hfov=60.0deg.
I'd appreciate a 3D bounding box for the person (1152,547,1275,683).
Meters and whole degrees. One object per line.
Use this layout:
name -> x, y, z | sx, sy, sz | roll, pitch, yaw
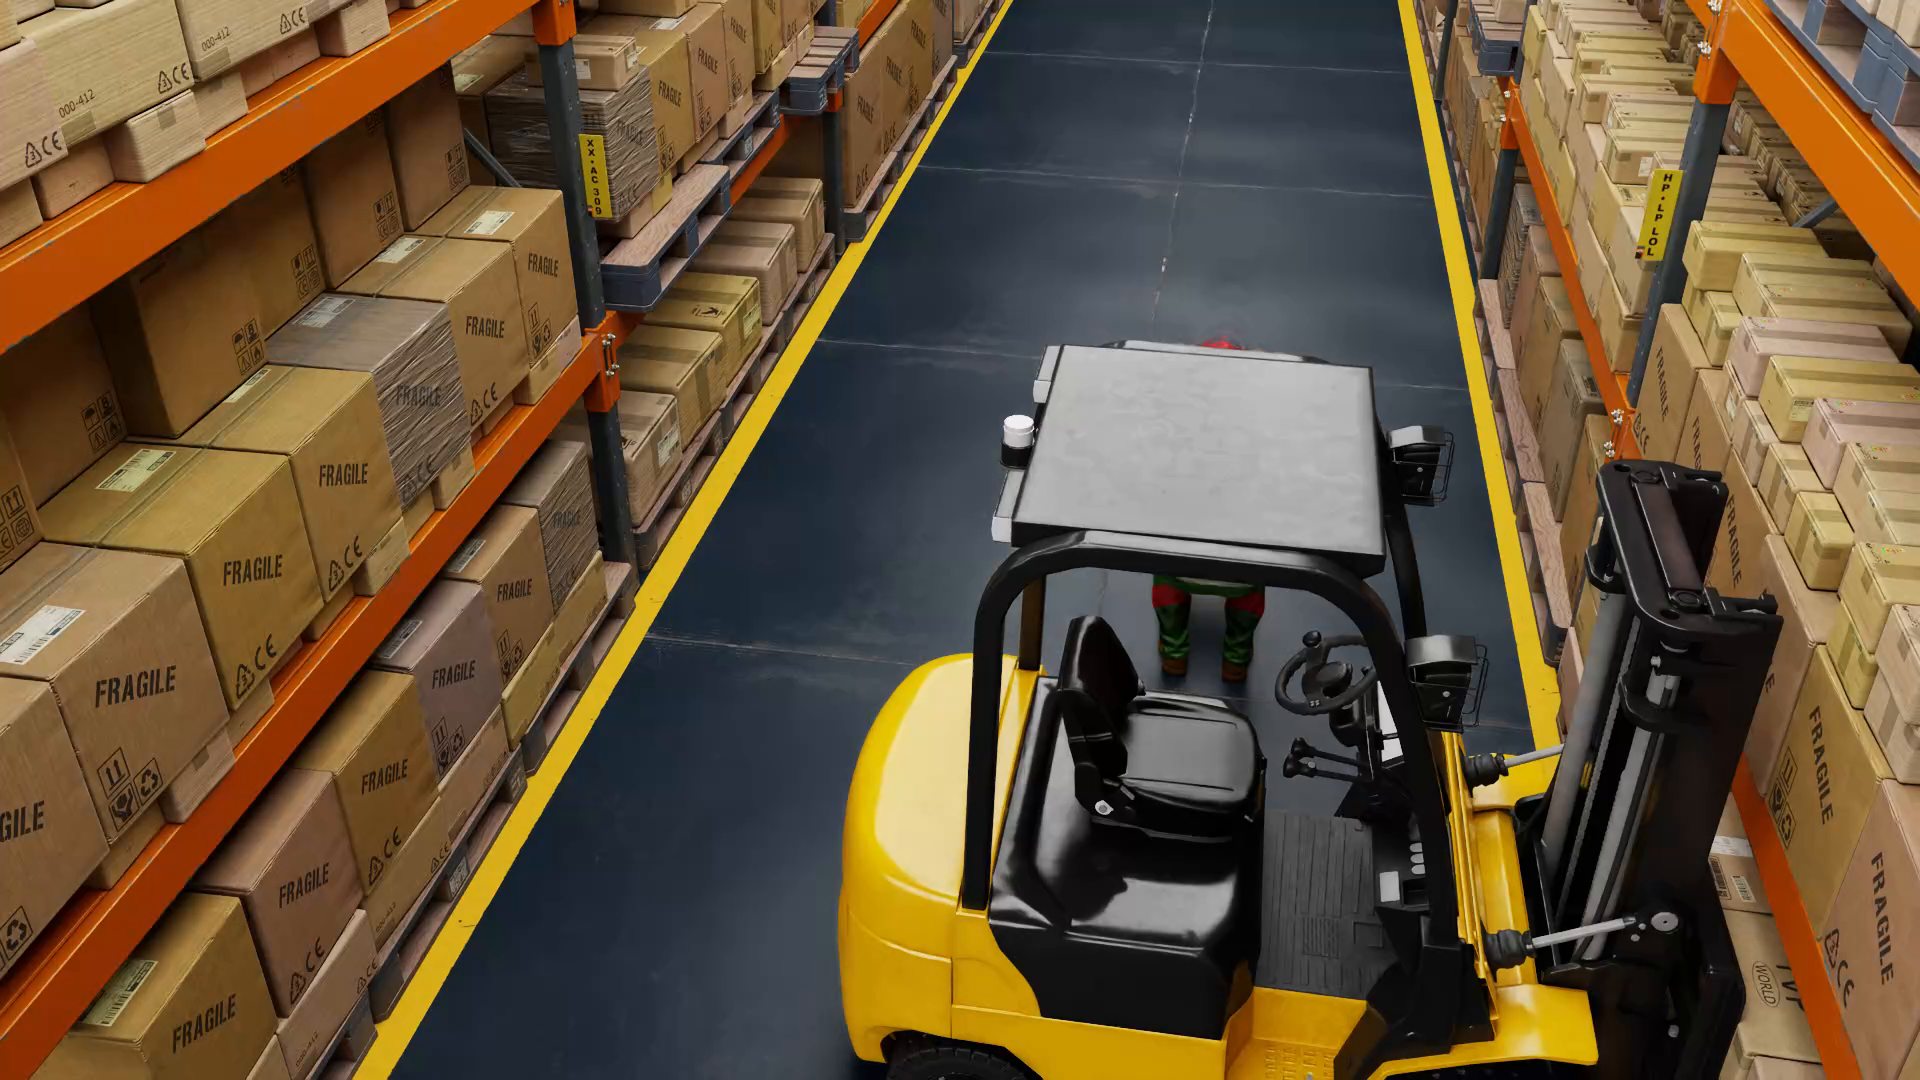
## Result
person -> 1.004, -0.029, 6.777 | 0.583, 1.136, 0.854 | 5, 32, 8
